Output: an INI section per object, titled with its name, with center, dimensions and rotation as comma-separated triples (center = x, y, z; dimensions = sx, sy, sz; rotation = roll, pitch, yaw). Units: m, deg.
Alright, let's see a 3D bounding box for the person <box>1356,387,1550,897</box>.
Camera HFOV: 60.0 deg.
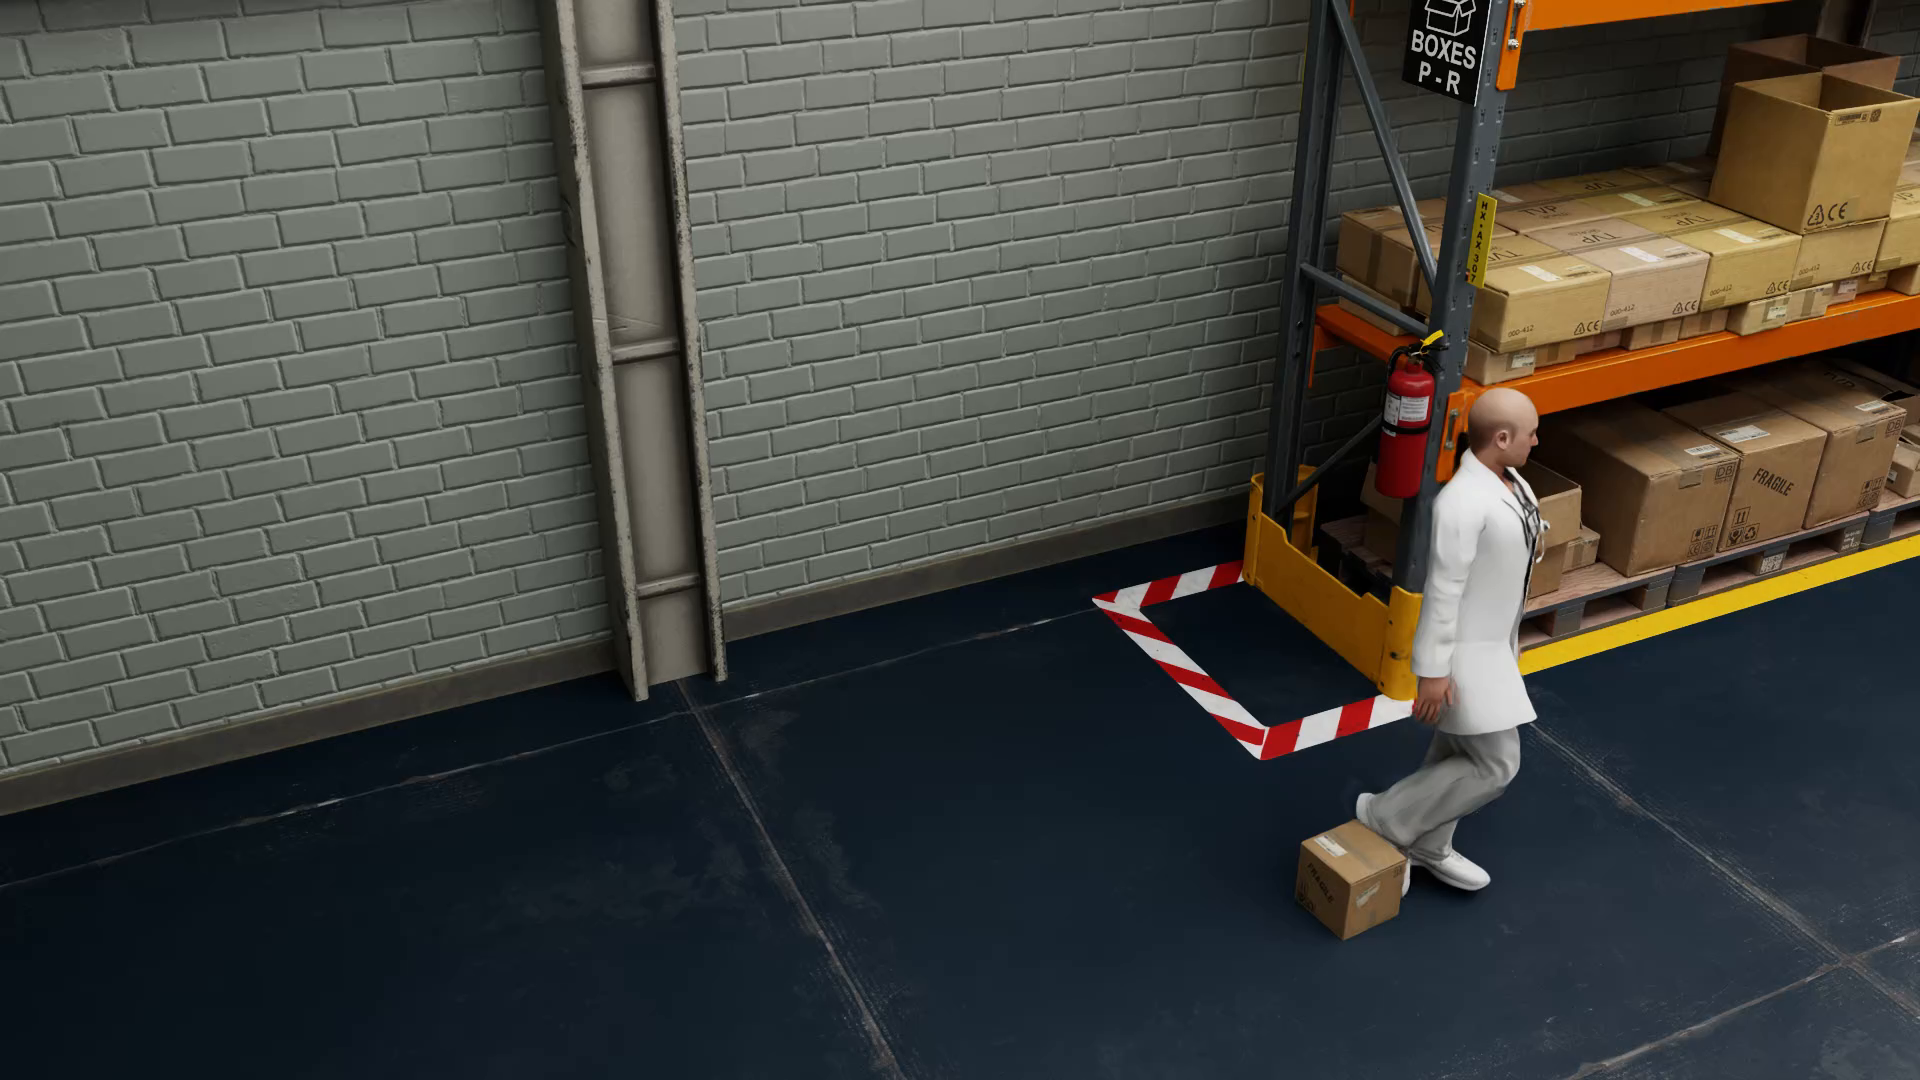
[person]
center = 1.680, 0.363, 5.461
dimensions = 0.513, 1.774, 0.639
rotation = 16, 33, 26
